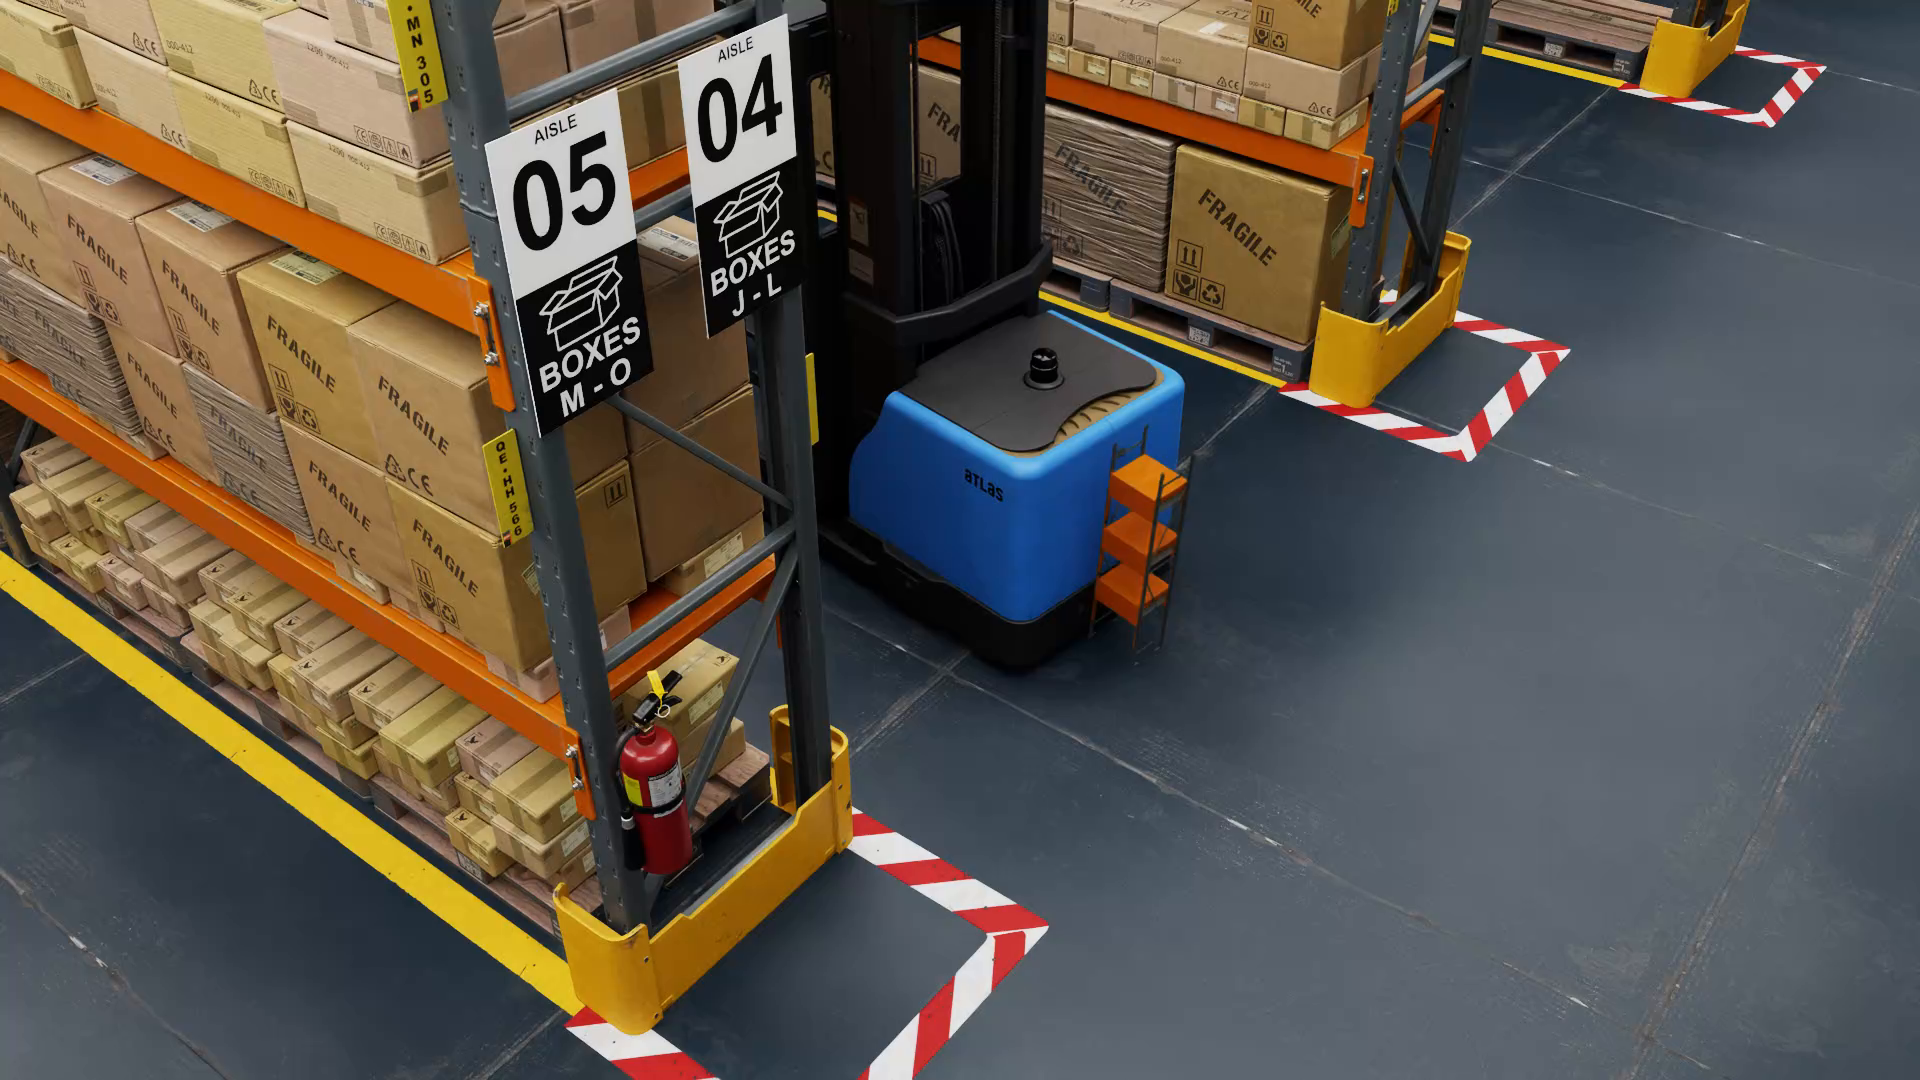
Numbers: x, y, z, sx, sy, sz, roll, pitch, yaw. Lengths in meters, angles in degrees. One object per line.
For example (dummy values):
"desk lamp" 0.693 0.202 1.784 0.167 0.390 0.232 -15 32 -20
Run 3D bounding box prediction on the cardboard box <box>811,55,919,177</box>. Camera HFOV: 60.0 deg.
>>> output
"cardboard box" -0.418 -2.745 10.206 0.875 0.875 0.875 25 45 29

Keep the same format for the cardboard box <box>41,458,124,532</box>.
"cardboard box" -3.656 -0.226 7.095 0.250 0.149 0.380 28 46 31

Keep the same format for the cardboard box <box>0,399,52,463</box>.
"cardboard box" -4.728 -0.647 7.830 0.500 0.500 0.500 24 44 28

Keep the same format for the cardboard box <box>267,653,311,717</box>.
"cardboard box" -2.428 0.482 6.432 0.250 0.149 0.380 28 46 31

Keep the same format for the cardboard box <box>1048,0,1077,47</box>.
"cardboard box" 0.515 -2.888 8.886 0.500 0.250 0.500 25 45 29

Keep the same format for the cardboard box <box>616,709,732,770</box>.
"cardboard box" -1.070 0.704 6.148 0.250 0.149 0.380 27 46 30

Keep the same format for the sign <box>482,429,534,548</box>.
"sign" -1.163 -0.130 4.287 0.005 0.325 0.100 25 45 29

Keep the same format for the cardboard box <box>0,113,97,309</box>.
"cardboard box" -2.974 -1.183 5.695 0.500 0.500 0.500 26 45 29

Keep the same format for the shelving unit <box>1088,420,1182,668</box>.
"shelving unit" 0.711 0.033 6.856 0.215 1.050 0.252 -31 48 -34

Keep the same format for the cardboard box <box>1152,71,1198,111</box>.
"cardboard box" 1.196 -2.363 8.539 0.250 0.149 0.380 26 45 29

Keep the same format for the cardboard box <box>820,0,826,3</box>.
"cardboard box" -0.652 -3.232 9.649 0.250 0.149 0.380 24 44 27

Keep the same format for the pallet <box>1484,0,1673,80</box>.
"pallet" 4.662 -3.860 12.509 1.213 0.211 1.003 25 45 29

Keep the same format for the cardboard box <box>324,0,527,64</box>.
"cardboard box" -1.252 -1.270 3.899 0.250 0.149 0.380 25 44 28

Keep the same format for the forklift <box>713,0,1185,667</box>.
"forklift" -0.442 -1.431 7.200 1.130 2.935 3.031 -31 48 -34

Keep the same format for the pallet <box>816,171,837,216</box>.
"pallet" -0.337 -2.282 10.493 1.213 0.211 1.003 25 45 29

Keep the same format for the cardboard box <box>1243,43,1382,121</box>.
"cardboard box" 1.738 -2.314 8.153 0.500 0.250 0.500 25 44 28

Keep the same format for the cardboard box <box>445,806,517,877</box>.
"cardboard box" -1.620 1.001 6.010 0.250 0.149 0.380 27 45 30

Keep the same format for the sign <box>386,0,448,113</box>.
"sign" -1.163 -1.079 3.544 0.005 0.325 0.100 25 45 29

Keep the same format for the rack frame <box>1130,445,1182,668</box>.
"rack frame" 0.797 0.086 6.788 0.200 1.050 0.008 -31 48 -34

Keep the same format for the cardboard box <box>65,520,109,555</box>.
"cardboard box" -3.638 -0.129 7.212 0.250 0.149 0.380 26 45 29

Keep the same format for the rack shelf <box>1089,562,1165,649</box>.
"rack shelf" 0.711 0.260 7.034 0.215 0.259 0.240 -31 48 -34

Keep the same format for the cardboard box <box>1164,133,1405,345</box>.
"cardboard box" 1.727 -1.734 8.914 0.875 0.875 0.875 25 45 29

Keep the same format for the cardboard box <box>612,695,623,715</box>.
"cardboard box" -1.311 0.502 6.165 0.250 0.149 0.380 26 45 29

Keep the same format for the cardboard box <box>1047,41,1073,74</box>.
"cardboard box" 0.587 -2.651 8.906 0.250 0.149 0.380 26 45 29

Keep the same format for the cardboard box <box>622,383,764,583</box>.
"cardboard box" -0.998 -0.274 5.344 0.500 0.500 0.500 27 46 31

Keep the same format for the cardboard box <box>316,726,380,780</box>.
"cardboard box" -2.222 0.709 6.383 0.250 0.149 0.380 23 44 27

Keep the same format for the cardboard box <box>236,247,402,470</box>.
"cardboard box" -1.727 -0.604 4.954 0.500 0.500 0.500 24 44 27

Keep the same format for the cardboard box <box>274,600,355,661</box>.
"cardboard box" -2.388 0.323 6.393 0.250 0.149 0.380 24 44 27

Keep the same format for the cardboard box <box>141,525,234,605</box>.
"cardboard box" -3.052 0.066 6.722 0.250 0.149 0.380 26 45 29

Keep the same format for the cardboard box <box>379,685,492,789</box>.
"cardboard box" -1.832 0.678 5.940 0.250 0.149 0.380 24 44 28

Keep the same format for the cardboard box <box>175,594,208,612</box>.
"cardboard box" -3.006 0.162 6.841 0.250 0.149 0.380 27 46 30

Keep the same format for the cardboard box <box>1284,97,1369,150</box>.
"cardboard box" 1.801 -2.078 8.175 0.250 0.149 0.380 26 45 29

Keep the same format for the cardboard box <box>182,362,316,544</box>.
"cardboard box" -2.137 -0.393 5.497 0.500 0.500 0.500 25 45 29

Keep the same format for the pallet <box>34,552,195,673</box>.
"pallet" -3.432 0.020 7.553 1.213 0.211 1.003 25 45 29

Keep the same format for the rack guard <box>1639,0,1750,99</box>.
"rack guard" 5.320 -3.643 11.998 0.348 0.500 1.175 25 45 29

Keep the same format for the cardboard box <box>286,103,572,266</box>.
"cardboard box" -1.332 -0.977 4.253 0.500 0.250 0.500 24 44 28

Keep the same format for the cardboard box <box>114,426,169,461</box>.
"cardboard box" -2.885 -0.477 6.130 0.250 0.149 0.380 27 46 30

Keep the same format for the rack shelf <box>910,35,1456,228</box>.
"rack shelf" 0.695 -2.671 9.311 4.000 0.370 1.077 25 45 29

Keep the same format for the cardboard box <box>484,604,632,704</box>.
"cardboard box" -1.240 0.301 5.136 0.250 0.149 0.380 25 45 29

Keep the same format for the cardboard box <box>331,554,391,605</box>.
"cardboard box" -1.840 0.019 5.496 0.250 0.149 0.380 27 45 30

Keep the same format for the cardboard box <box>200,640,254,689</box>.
"cardboard box" -2.837 0.405 6.772 0.250 0.149 0.380 24 44 27

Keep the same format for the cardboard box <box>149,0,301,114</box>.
"cardboard box" -1.737 -1.372 4.352 0.500 0.250 0.500 24 44 27

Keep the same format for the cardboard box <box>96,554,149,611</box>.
"cardboard box" -3.452 0.106 7.153 0.250 0.149 0.380 25 44 28

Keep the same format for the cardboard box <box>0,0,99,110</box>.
"cardboard box" -2.561 -1.546 4.980 0.500 0.250 0.500 27 46 30

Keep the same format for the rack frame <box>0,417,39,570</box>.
"rack frame" -3.987 -1.312 6.993 0.127 3.000 1.000 25 45 29

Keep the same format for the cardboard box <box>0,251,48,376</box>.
"cardboard box" -3.349 -0.978 6.243 0.500 0.500 0.500 25 45 29

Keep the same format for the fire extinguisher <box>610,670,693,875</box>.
"fire extinguisher" -0.890 0.684 4.809 0.183 0.674 0.296 25 45 29

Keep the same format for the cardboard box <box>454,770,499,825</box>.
"cardboard box" -1.577 0.844 5.970 0.250 0.149 0.380 24 44 28
